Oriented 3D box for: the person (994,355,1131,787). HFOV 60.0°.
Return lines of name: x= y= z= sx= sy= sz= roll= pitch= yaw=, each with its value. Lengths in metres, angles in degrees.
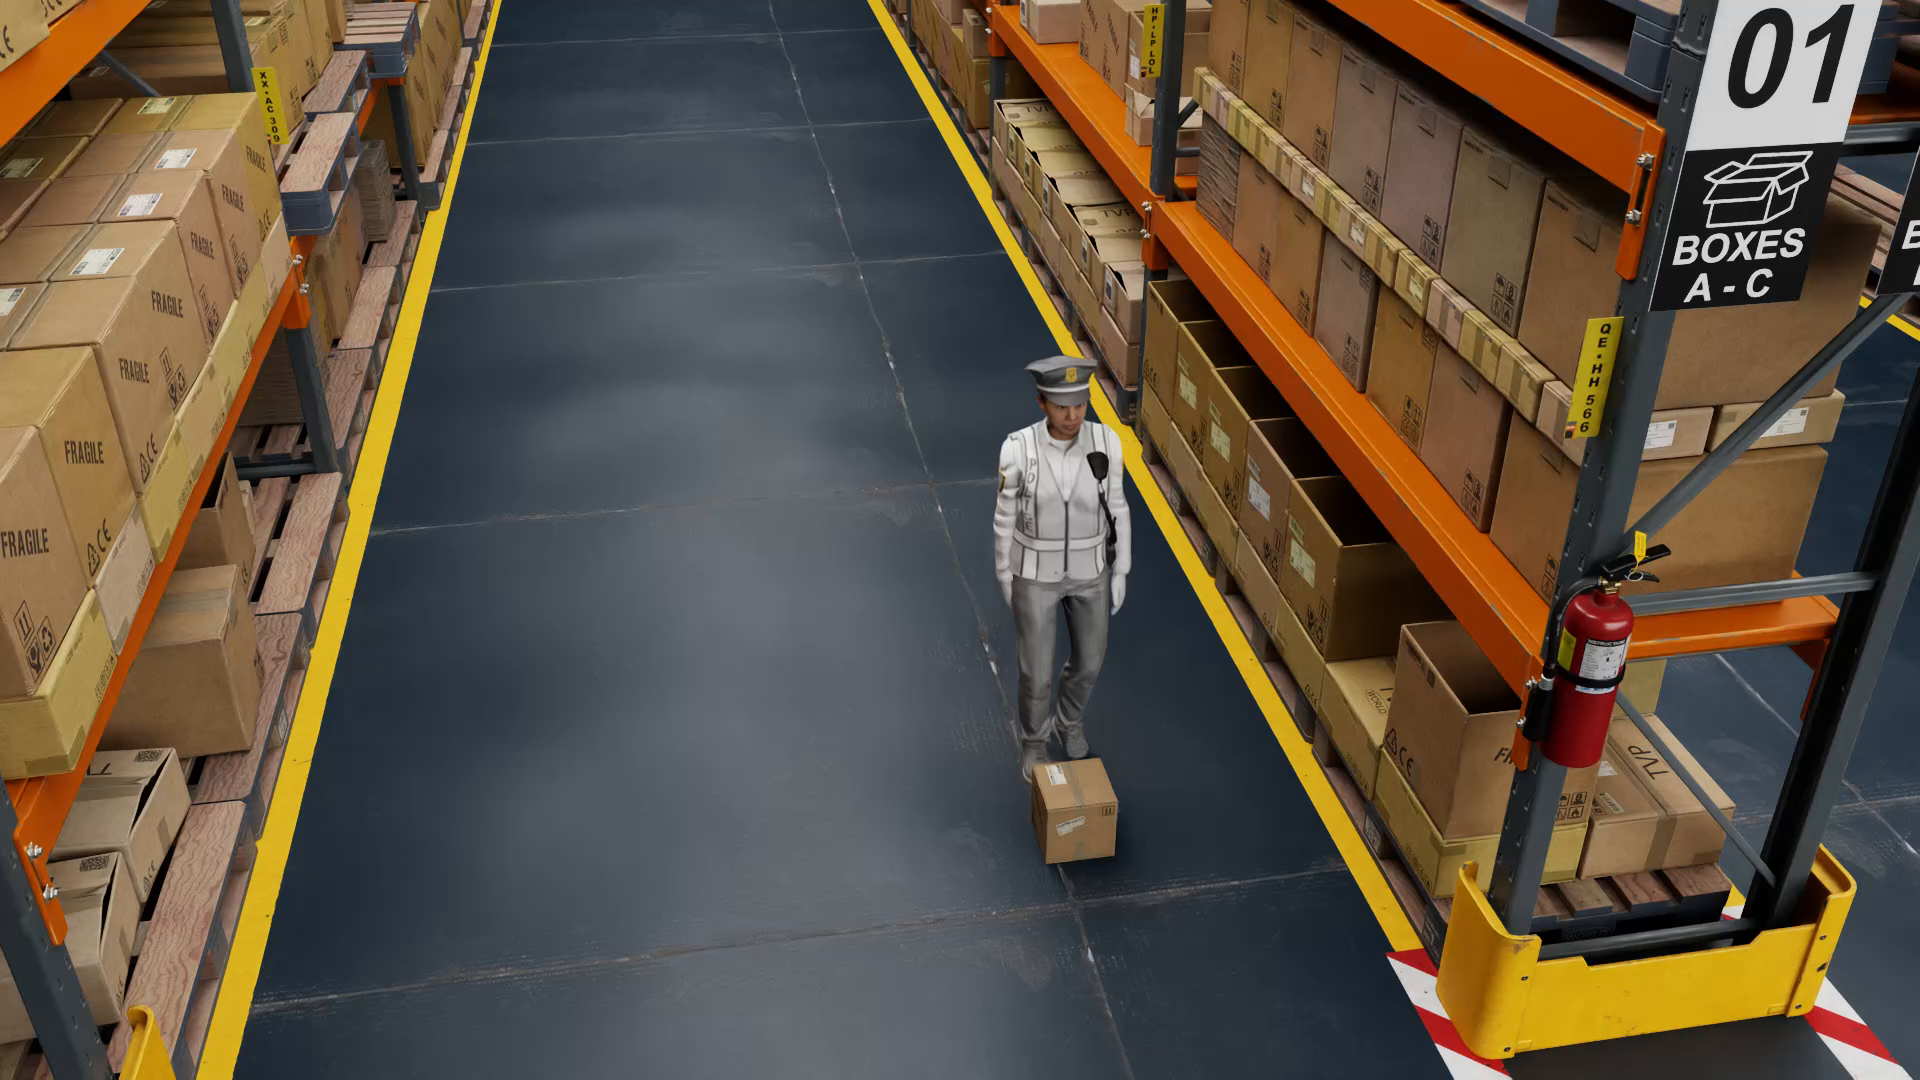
person: x=0.369 y=0.142 z=5.948 sx=0.487 sy=1.726 sz=0.388 roll=-4 pitch=31 yaw=-7
